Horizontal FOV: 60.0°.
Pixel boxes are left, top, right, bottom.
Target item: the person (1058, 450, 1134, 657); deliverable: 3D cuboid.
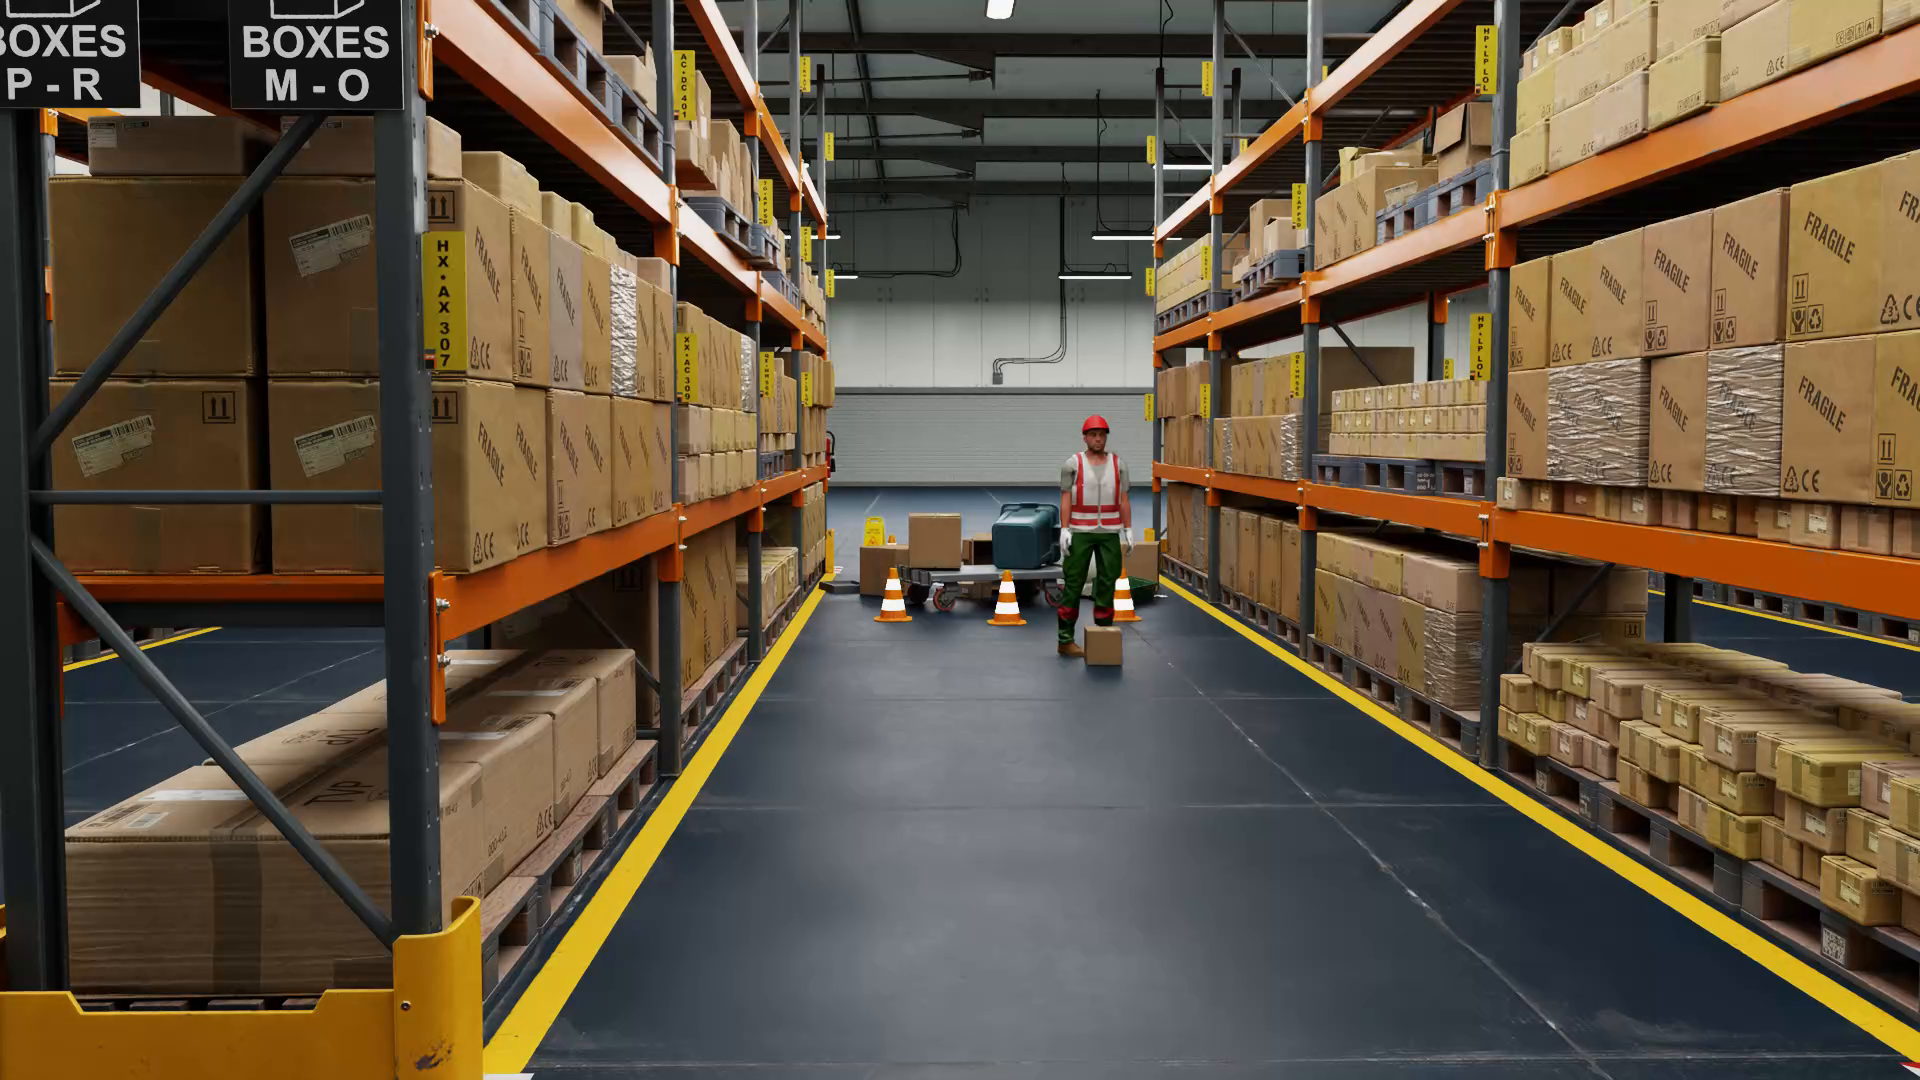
[{"bbox_3d":[1.028,0.086,12.461,0.578,1.552,0.370,0,4,-7],"label":"person"}]
